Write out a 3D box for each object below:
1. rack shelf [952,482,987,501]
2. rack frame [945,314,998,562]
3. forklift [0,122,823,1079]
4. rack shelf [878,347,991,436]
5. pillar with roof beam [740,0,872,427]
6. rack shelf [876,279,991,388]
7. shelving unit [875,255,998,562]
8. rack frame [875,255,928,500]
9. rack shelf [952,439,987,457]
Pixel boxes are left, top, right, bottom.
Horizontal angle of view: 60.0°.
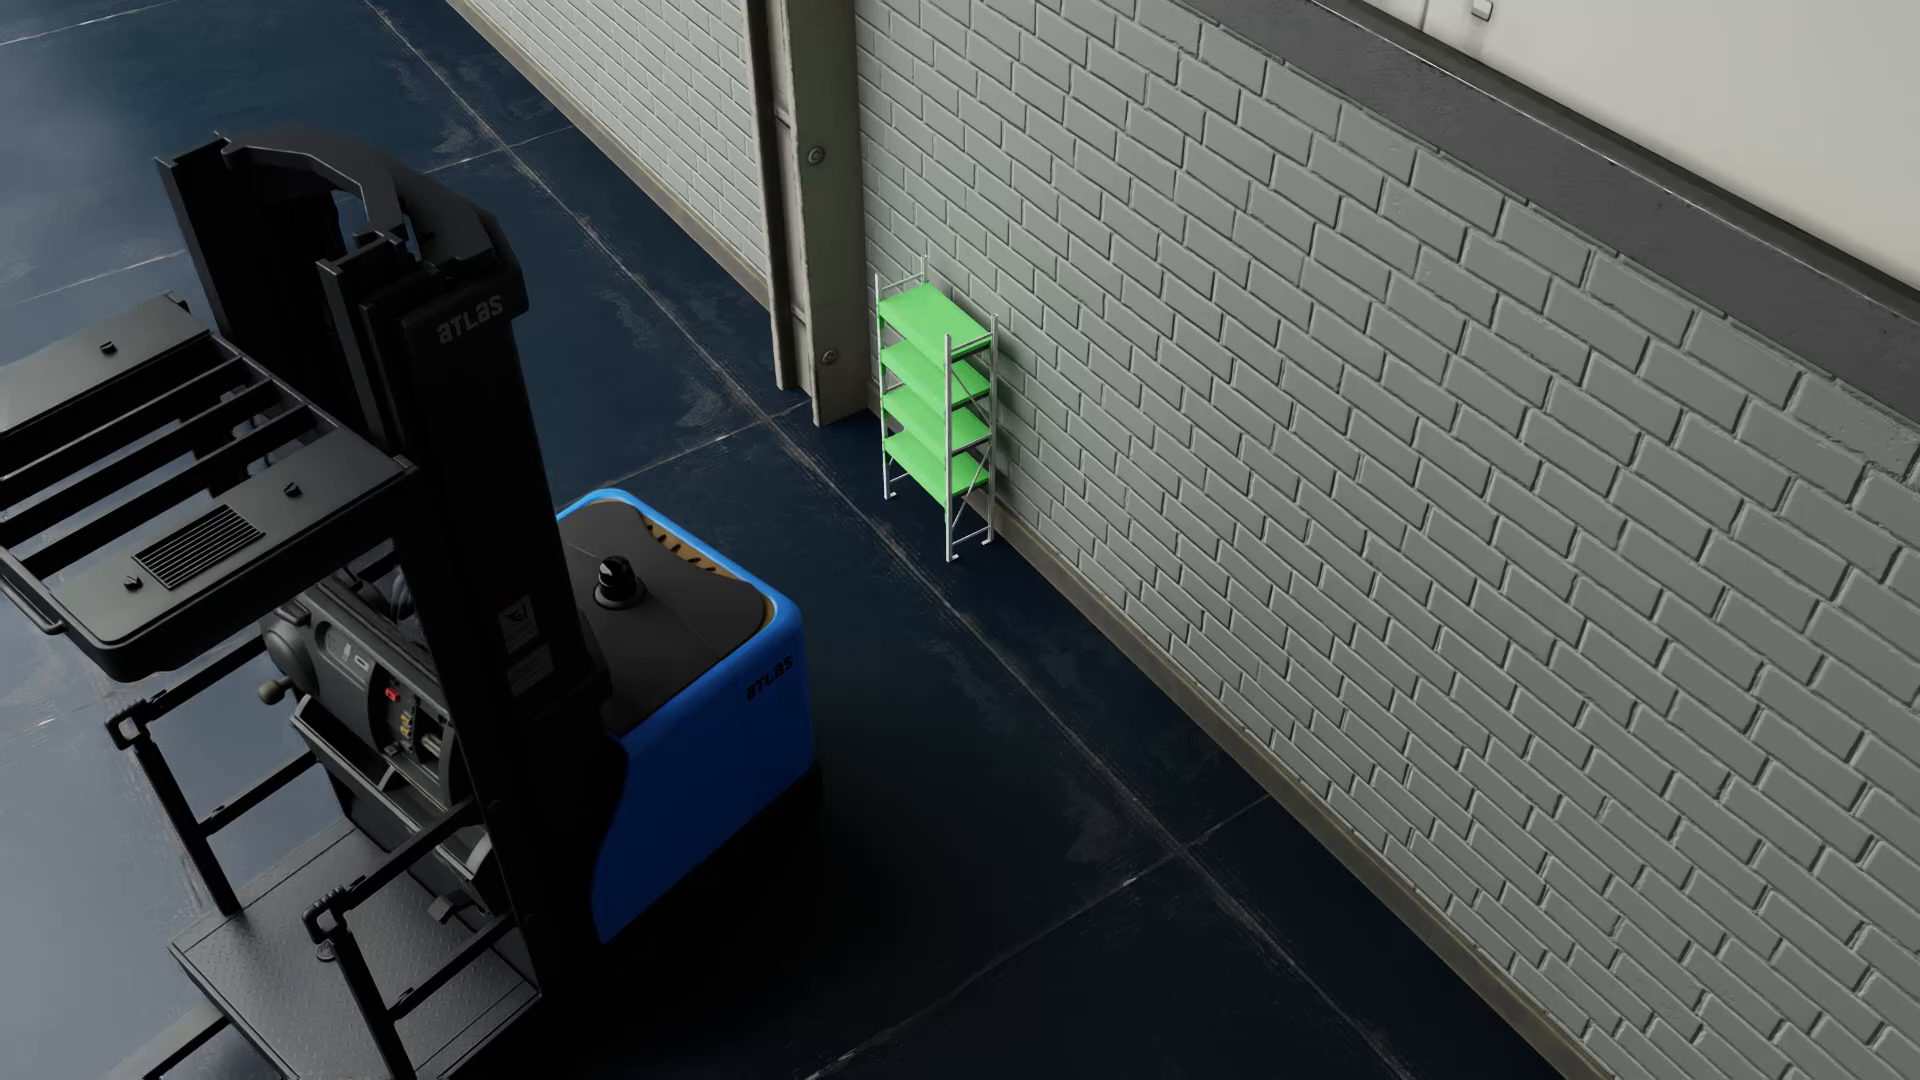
[{"bbox_3d":[-0.095,-0.329,7.115,0.199,0.029,0.442,-26,49,-24],"label":"rack shelf"},{"bbox_3d":[0.045,-0.390,6.780,0.240,1.200,0.015,-26,49,-24],"label":"rack frame"},{"bbox_3d":[-1.848,0.493,4.602,1.130,2.935,3.031,31,52,28],"label":"forklift"},{"bbox_3d":[-0.095,-0.655,6.803,0.258,0.148,0.480,-26,49,-24],"label":"rack shelf"},{"bbox_3d":[-4.178,-2.253,3.084,9.100,9.000,0.400,-26,49,-24],"label":"pillar with roof beam"},{"bbox_3d":[-0.095,-0.829,6.638,0.258,0.148,0.480,-26,49,-24],"label":"rack shelf"},{"bbox_3d":[-0.095,-0.528,6.925,0.258,1.200,0.503,-26,49,-24],"label":"shelving unit"},{"bbox_3d":[-0.234,-0.666,7.070,0.240,1.200,0.015,-26,49,-24],"label":"rack frame"},{"bbox_3d":[-0.095,-0.502,6.949,0.199,0.029,0.442,-26,49,-24],"label":"rack shelf"}]
